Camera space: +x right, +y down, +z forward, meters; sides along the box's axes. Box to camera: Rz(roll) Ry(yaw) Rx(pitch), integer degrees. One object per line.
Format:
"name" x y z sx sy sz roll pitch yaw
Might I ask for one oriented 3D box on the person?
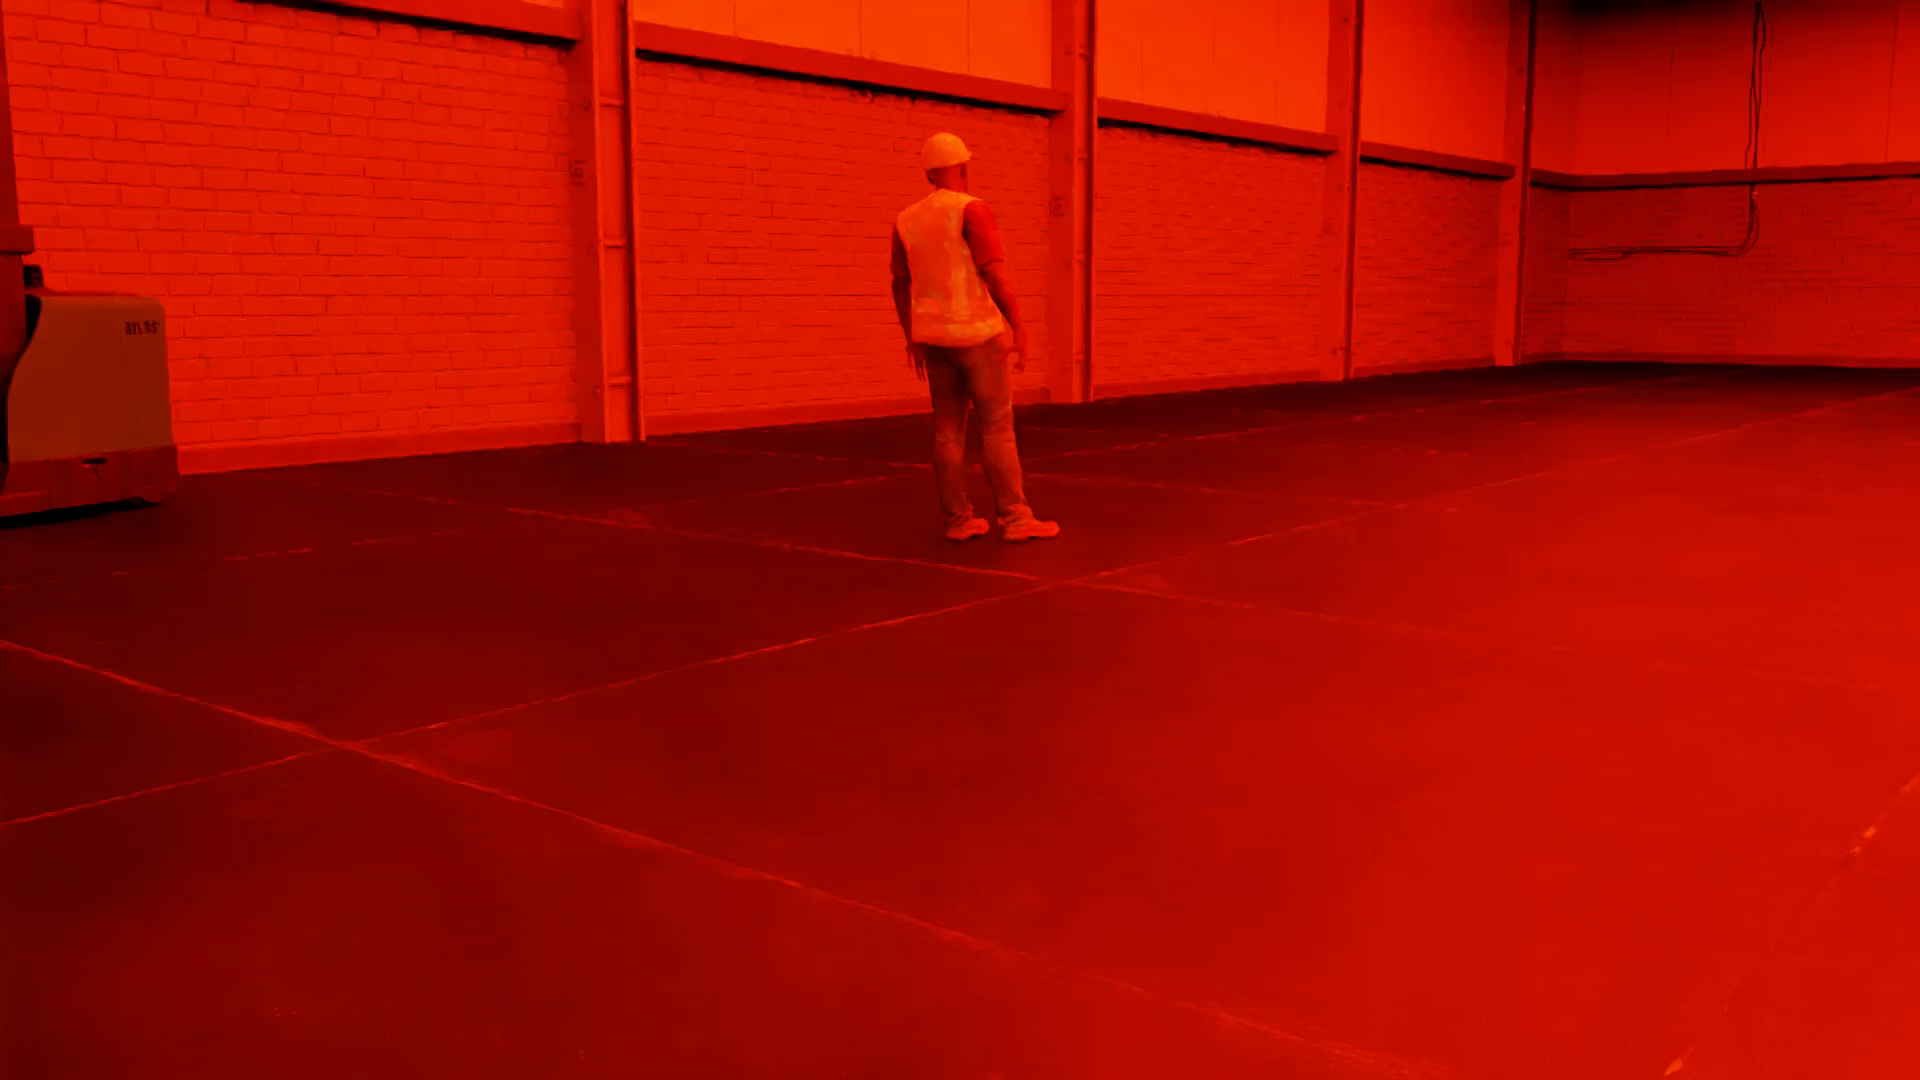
"person" 0.048 -0.888 7.326 0.665 1.766 0.576 7 11 38

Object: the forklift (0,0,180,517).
"forklift" -5.031 -1.462 7.273 1.130 2.935 3.031 3 9 19
